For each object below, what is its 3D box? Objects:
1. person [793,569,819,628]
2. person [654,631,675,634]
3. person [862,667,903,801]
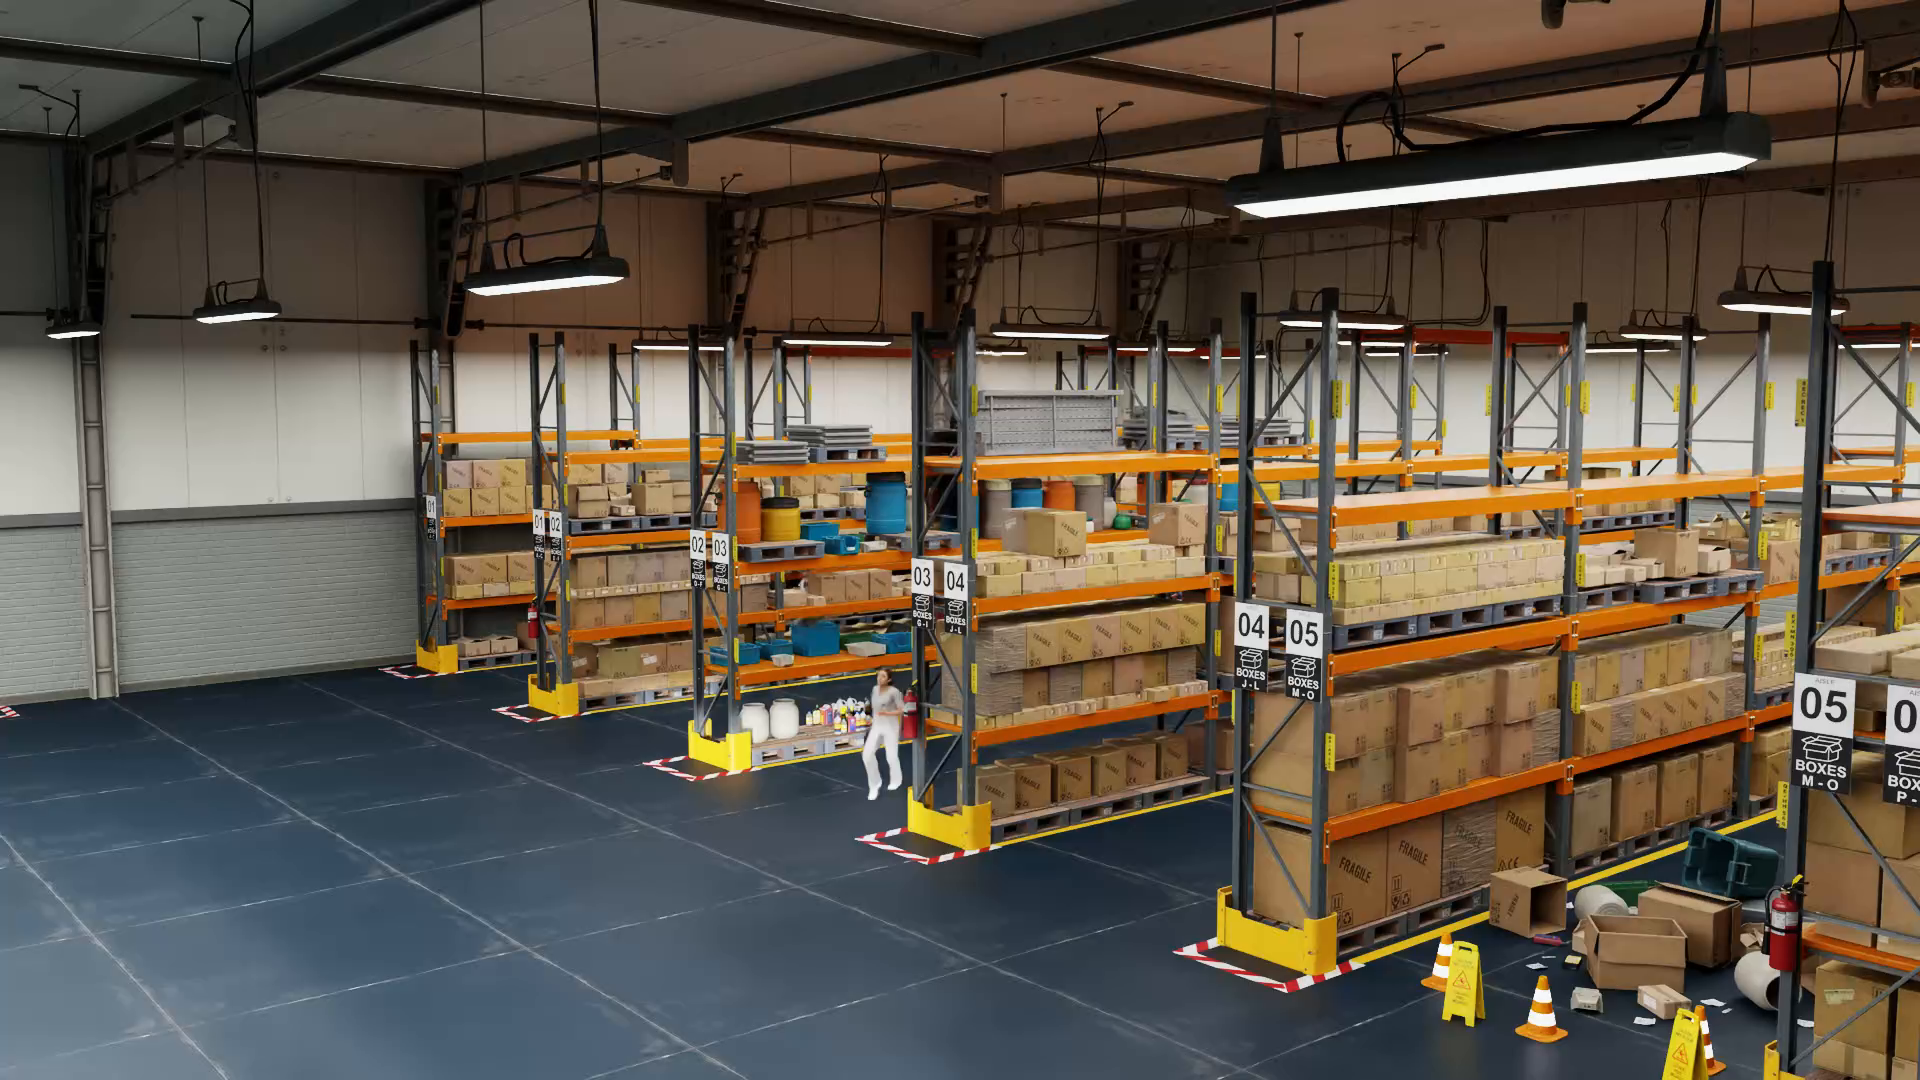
[{"bbox_3d":[-2.918,1.324,31.750,0.902,1.795,0.646,-4,7,-38],"label":"person"},{"bbox_3d":[-5.292,1.531,30.330,0.592,1.657,0.789,4,7,40],"label":"person"},{"bbox_3d":[-0.910,2.413,20.886,0.548,1.691,0.770,2,6,23],"label":"person"}]
